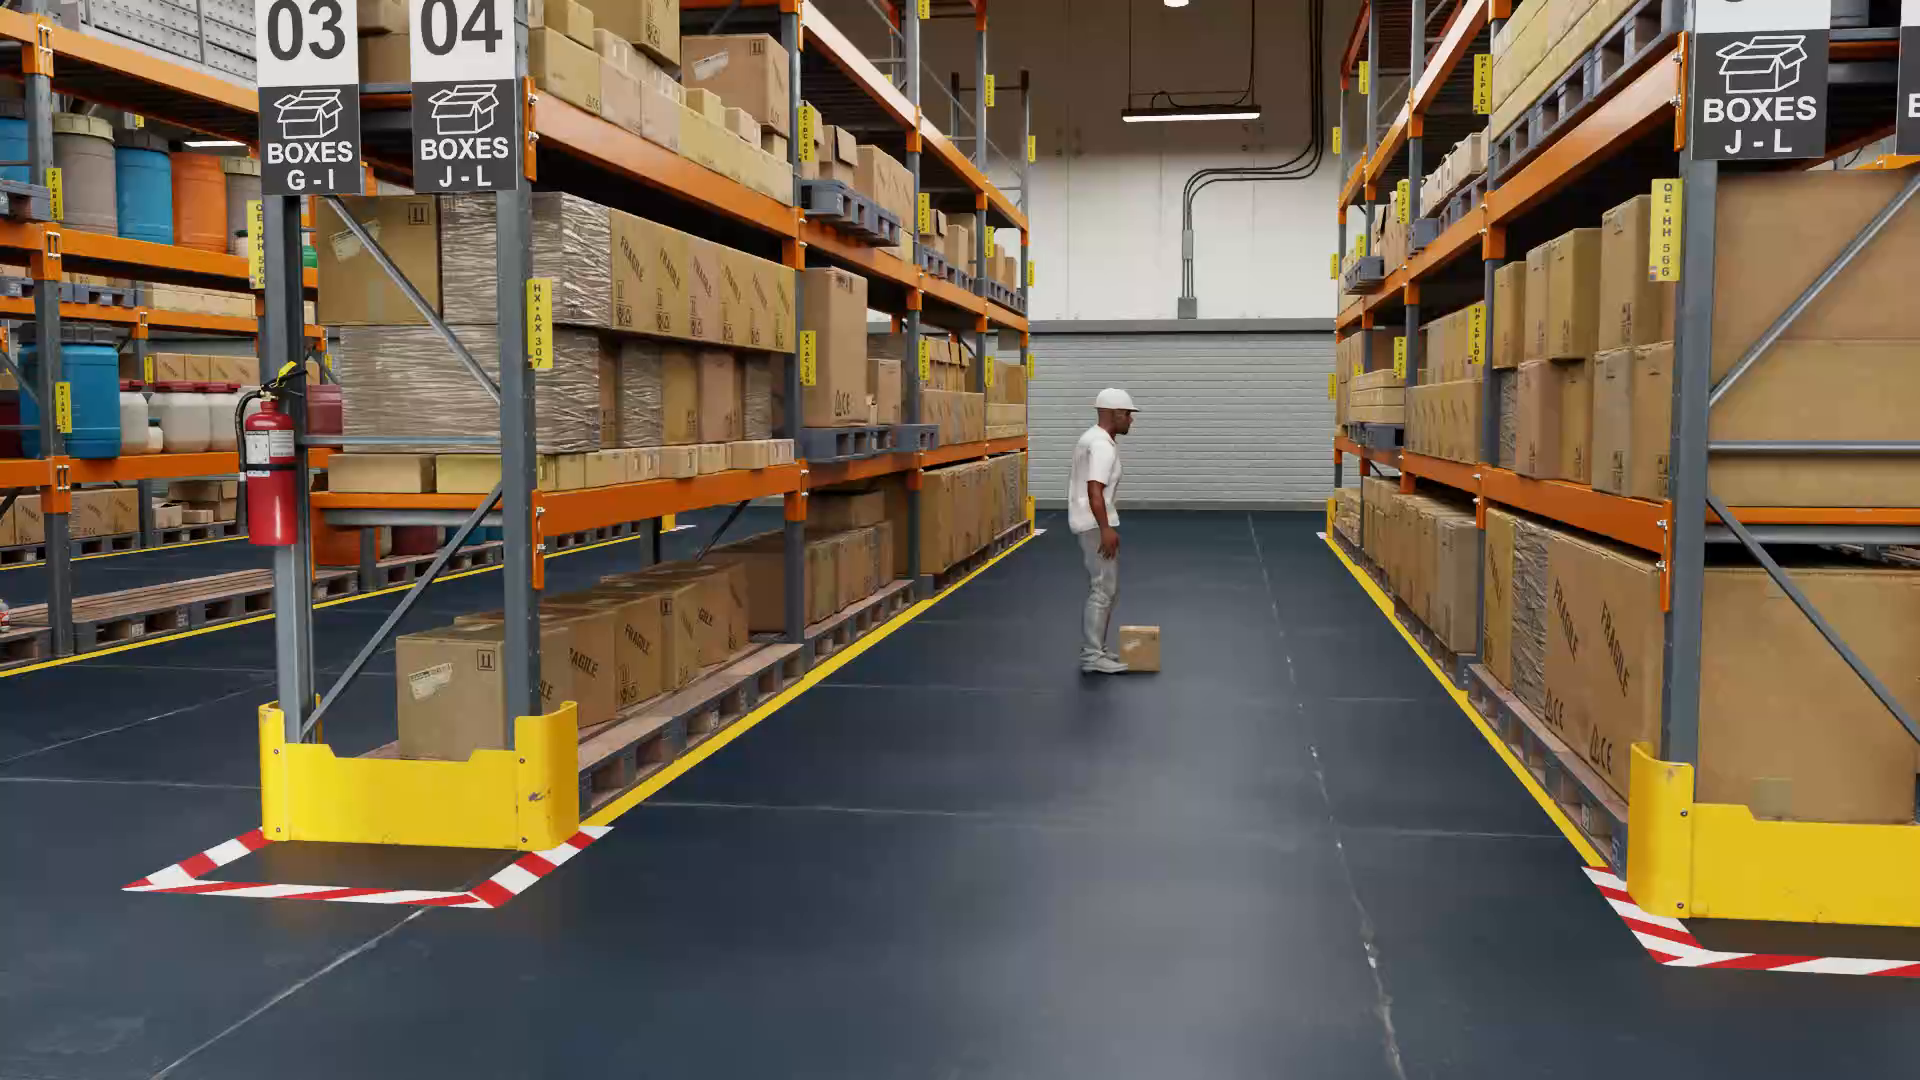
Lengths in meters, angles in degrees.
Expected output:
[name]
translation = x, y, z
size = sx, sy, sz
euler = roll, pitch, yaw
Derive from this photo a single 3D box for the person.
[person]
translation = 0.902, -0.072, 10.457
size = 0.454, 1.761, 0.636
euler = 0, 4, 6
